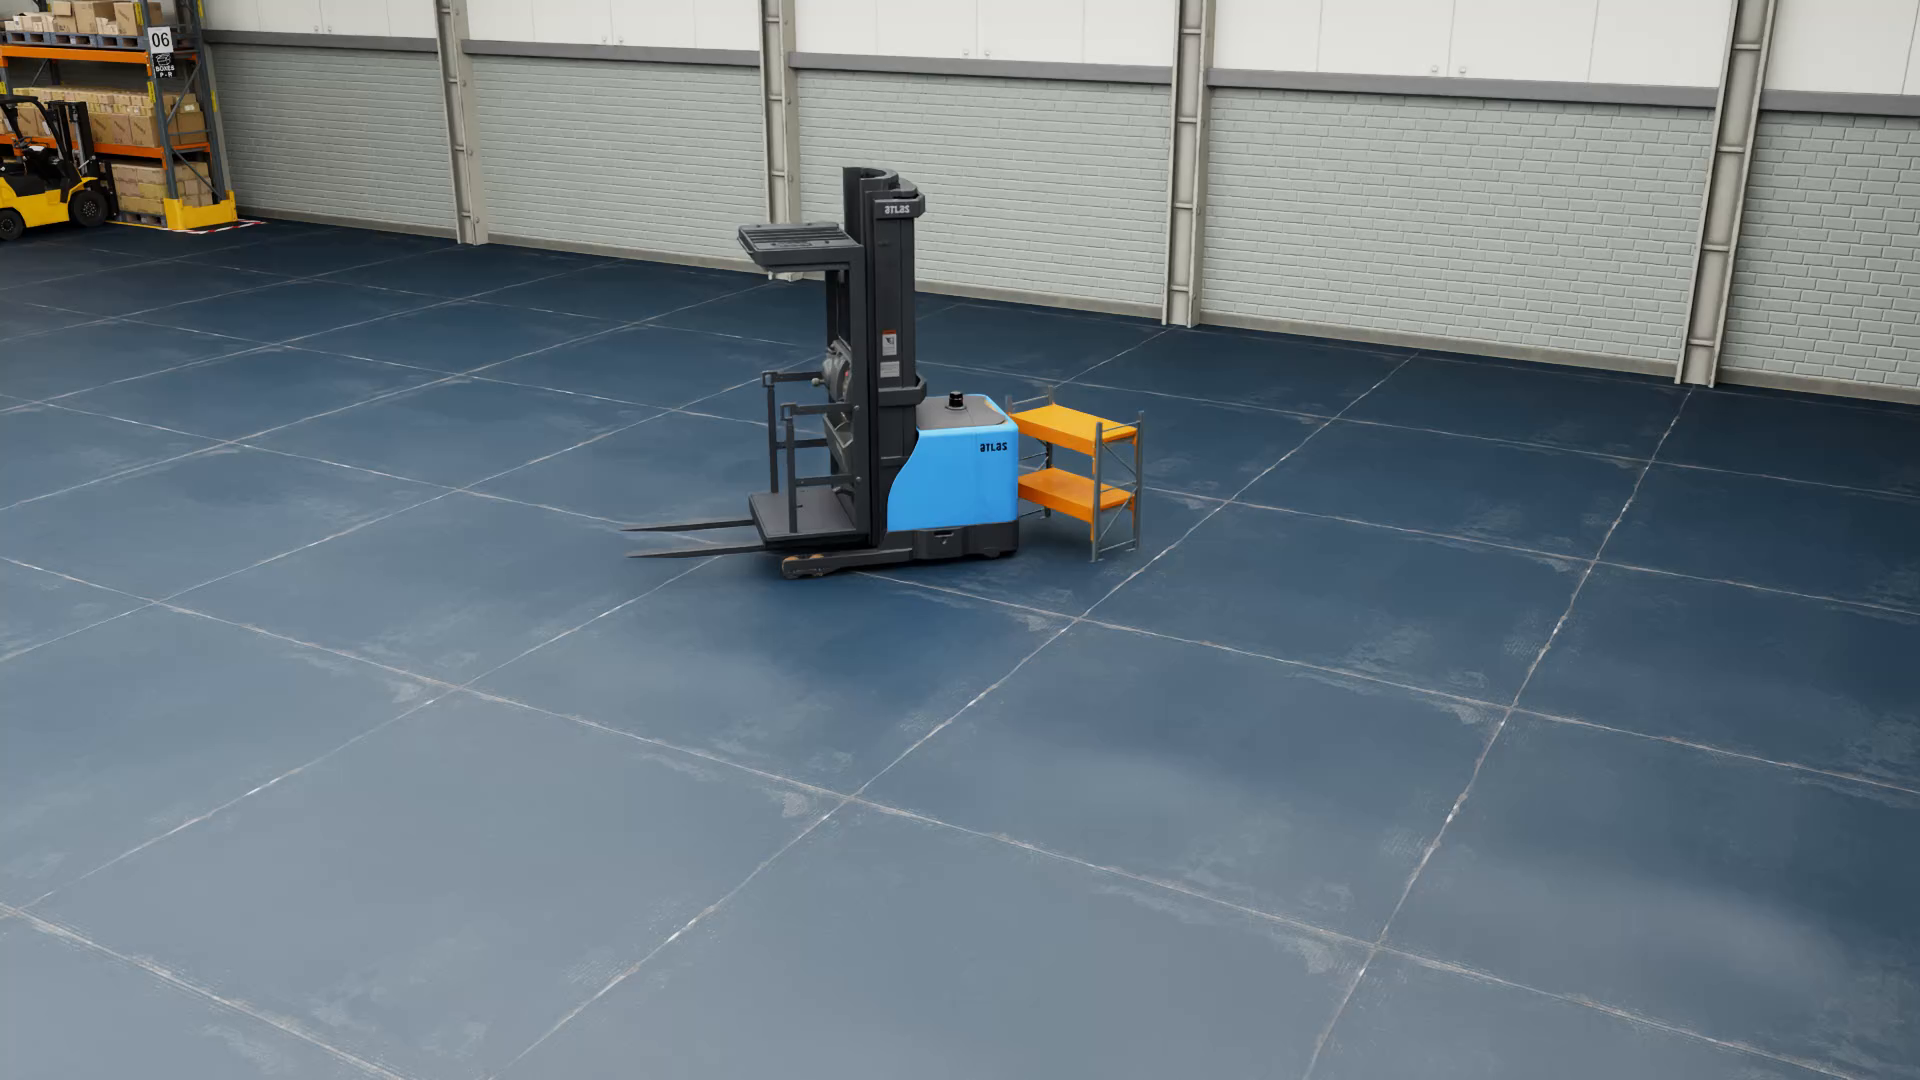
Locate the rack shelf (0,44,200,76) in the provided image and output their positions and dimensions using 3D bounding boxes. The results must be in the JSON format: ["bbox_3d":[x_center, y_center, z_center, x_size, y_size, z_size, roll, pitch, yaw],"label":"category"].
[{"bbox_3d":[-14.521,-8.139,28.059,4.000,0.370,1.077,11,23,27],"label":"rack shelf"}]

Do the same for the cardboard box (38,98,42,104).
[{"bbox_3d":[-15.650,-7.542,28.661,0.250,0.149,0.380,11,23,27],"label":"cardboard box"}]

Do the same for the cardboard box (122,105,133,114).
[{"bbox_3d":[-13.649,-7.155,27.594,0.250,0.149,0.380,11,23,28],"label":"cardboard box"}]

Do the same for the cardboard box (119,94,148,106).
[{"bbox_3d":[-13.663,-7.290,27.529,0.250,0.149,0.380,11,23,28],"label":"cardboard box"}]

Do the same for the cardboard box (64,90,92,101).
[{"bbox_3d":[-14.971,-7.559,28.271,0.250,0.149,0.380,11,23,27],"label":"cardboard box"}]

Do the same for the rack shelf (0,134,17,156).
[{"bbox_3d":[-18.013,-7.394,30.404,4.000,0.370,1.077,11,23,27],"label":"rack shelf"}]

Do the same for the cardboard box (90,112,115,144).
[{"bbox_3d":[-14.229,-6.959,28.004,0.500,0.500,0.500,10,22,26],"label":"cardboard box"}]

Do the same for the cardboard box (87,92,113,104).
[{"bbox_3d":[-14.354,-7.405,27.846,0.250,0.149,0.380,11,23,28],"label":"cardboard box"}]

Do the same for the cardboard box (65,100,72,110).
[{"bbox_3d":[-15.014,-7.398,28.264,0.250,0.149,0.380,10,22,26],"label":"cardboard box"}]

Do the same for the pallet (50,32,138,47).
[{"bbox_3d":[-14.449,-8.430,27.938,1.213,0.211,1.003,11,23,27],"label":"pallet"}]

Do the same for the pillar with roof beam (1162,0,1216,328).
[{"bbox_3d":[0.671,-5.663,15.781,0.400,9.000,9.100,11,23,27],"label":"pillar with roof beam"}]

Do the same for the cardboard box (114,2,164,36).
[{"bbox_3d":[-13.281,-8.437,26.916,0.500,0.500,0.500,12,23,29],"label":"cardboard box"}]

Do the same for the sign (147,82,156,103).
[{"bbox_3d":[-13.052,-7.230,26.854,0.005,0.325,0.100,11,23,27],"label":"sign"}]

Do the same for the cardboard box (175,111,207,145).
[{"bbox_3d":[-13.072,-6.946,27.968,0.500,0.500,0.500,12,23,29],"label":"cardboard box"}]

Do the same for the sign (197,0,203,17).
[{"bbox_3d":[-12.499,-8.756,27.309,0.005,0.325,0.100,11,23,27],"label":"sign"}]

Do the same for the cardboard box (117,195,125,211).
[{"bbox_3d":[-14.202,-5.794,28.356,0.500,0.250,0.500,11,23,28],"label":"cardboard box"}]

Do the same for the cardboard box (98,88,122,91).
[{"bbox_3d":[-14.533,-7.654,28.532,0.250,0.149,0.380,12,23,29],"label":"cardboard box"}]

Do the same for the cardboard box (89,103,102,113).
[{"bbox_3d":[-14.347,-7.266,27.900,0.250,0.149,0.380,11,23,28],"label":"cardboard box"}]

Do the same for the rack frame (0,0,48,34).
[{"bbox_3d":[-16.267,-10.219,28.341,0.127,3.000,1.000,11,23,27],"label":"rack frame"}]

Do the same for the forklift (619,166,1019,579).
[{"bbox_3d":[-1.113,-1.283,12.603,3.031,2.935,1.130,-5,21,-13],"label":"forklift"}]

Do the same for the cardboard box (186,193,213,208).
[{"bbox_3d":[-13.109,-5.779,28.313,0.500,0.250,0.500,11,23,28],"label":"cardboard box"}]

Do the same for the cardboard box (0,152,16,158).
[{"bbox_3d":[-17.402,-6.695,30.290,0.625,0.625,0.875,11,22,27],"label":"cardboard box"}]

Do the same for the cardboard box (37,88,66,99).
[{"bbox_3d":[-15.635,-7.693,28.641,0.250,0.149,0.380,10,22,26],"label":"cardboard box"}]

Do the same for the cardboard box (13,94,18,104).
[{"bbox_3d":[-16.674,-7.742,29.211,0.250,0.149,0.380,12,23,29],"label":"cardboard box"}]

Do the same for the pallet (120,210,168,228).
[{"bbox_3d":[-13.463,-5.538,28.322,1.213,0.211,1.003,11,23,27],"label":"pallet"}]

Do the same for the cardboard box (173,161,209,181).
[{"bbox_3d":[-13.103,-6.245,28.133,0.500,0.250,0.500,10,22,26],"label":"cardboard box"}]

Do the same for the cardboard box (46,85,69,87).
[{"bbox_3d":[-15.841,-7.928,29.287,0.250,0.149,0.380,11,23,27],"label":"cardboard box"}]

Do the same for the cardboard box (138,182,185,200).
[{"bbox_3d":[-13.353,-5.862,27.809,0.500,0.250,0.500,10,22,27],"label":"cardboard box"}]

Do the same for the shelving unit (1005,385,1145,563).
[{"bbox_3d":[0.891,-0.539,13.201,0.538,1.125,1.048,-16,25,-38],"label":"shelving unit"}]

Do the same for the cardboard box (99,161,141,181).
[{"bbox_3d":[-14.224,-6.257,28.165,0.500,0.250,0.500,11,23,28],"label":"cardboard box"}]

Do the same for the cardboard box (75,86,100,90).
[{"bbox_3d":[-15.156,-7.811,28.965,0.250,0.149,0.380,10,22,26],"label":"cardboard box"}]

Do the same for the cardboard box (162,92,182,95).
[{"bbox_3d":[-13.166,-7.408,27.855,0.250,0.149,0.380,12,23,29],"label":"cardboard box"}]

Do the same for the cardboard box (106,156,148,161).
[{"bbox_3d":[-14.416,-6.501,28.838,0.500,0.250,0.500,10,22,26],"label":"cardboard box"}]

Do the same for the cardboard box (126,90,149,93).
[{"bbox_3d":[-13.865,-7.520,28.164,0.250,0.149,0.380,12,23,29],"label":"cardboard box"}]

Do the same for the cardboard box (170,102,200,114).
[{"bbox_3d":[-12.945,-7.220,27.771,0.250,0.149,0.380,10,22,26],"label":"cardboard box"}]

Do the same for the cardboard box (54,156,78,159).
[{"bbox_3d":[-15.557,-6.512,28.869,0.500,0.250,0.500,11,23,27],"label":"cardboard box"}]

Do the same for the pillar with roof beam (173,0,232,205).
[{"bbox_3d":[-15.043,-8.657,24.033,0.400,9.000,9.100,11,23,27],"label":"pillar with roof beam"}]

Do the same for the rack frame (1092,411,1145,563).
[{"bbox_3d":[1.221,-0.407,12.838,0.500,1.125,0.032,-16,25,-38],"label":"rack frame"}]

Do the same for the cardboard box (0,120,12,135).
[{"bbox_3d":[-16.835,-7.335,29.406,0.500,0.250,0.500,11,23,29],"label":"cardboard box"}]

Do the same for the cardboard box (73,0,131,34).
[{"bbox_3d":[-14.126,-8.637,27.468,0.500,0.500,0.700,11,23,28],"label":"cardboard box"}]

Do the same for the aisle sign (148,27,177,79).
[{"bbox_3d":[-12.861,-7.858,26.816,0.004,0.787,0.394,11,23,27],"label":"aisle sign"}]

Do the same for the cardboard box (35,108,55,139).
[{"bbox_3d":[-15.545,-7.213,28.704,0.500,0.500,0.500,11,23,28],"label":"cardboard box"}]

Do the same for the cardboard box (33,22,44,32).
[{"bbox_3d":[-15.353,-8.643,28.000,0.250,0.149,0.380,12,23,29],"label":"cardboard box"}]
